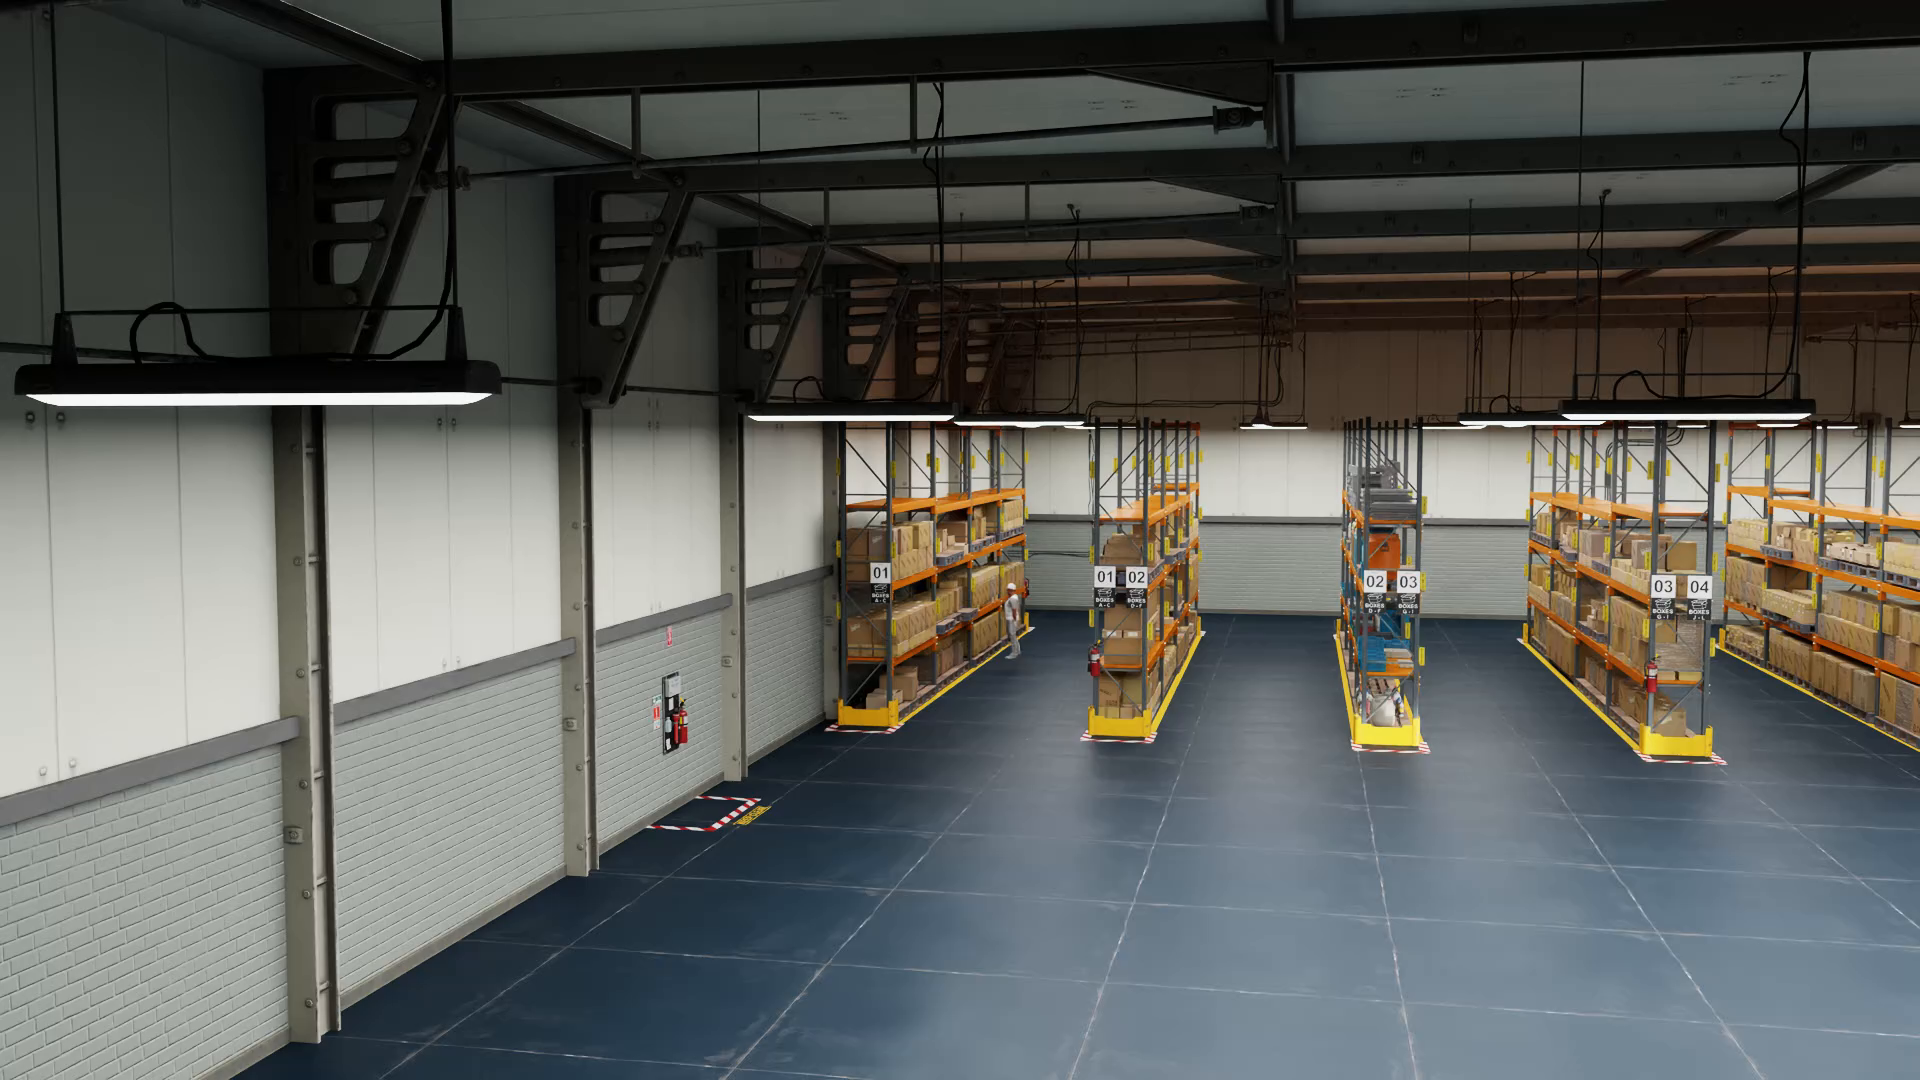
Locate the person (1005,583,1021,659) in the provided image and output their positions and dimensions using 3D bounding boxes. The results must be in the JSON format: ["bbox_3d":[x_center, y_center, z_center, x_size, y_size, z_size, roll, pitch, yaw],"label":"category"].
[{"bbox_3d":[1.259,1.960,39.850,0.378,1.854,0.626,0,4,1],"label":"person"}]
